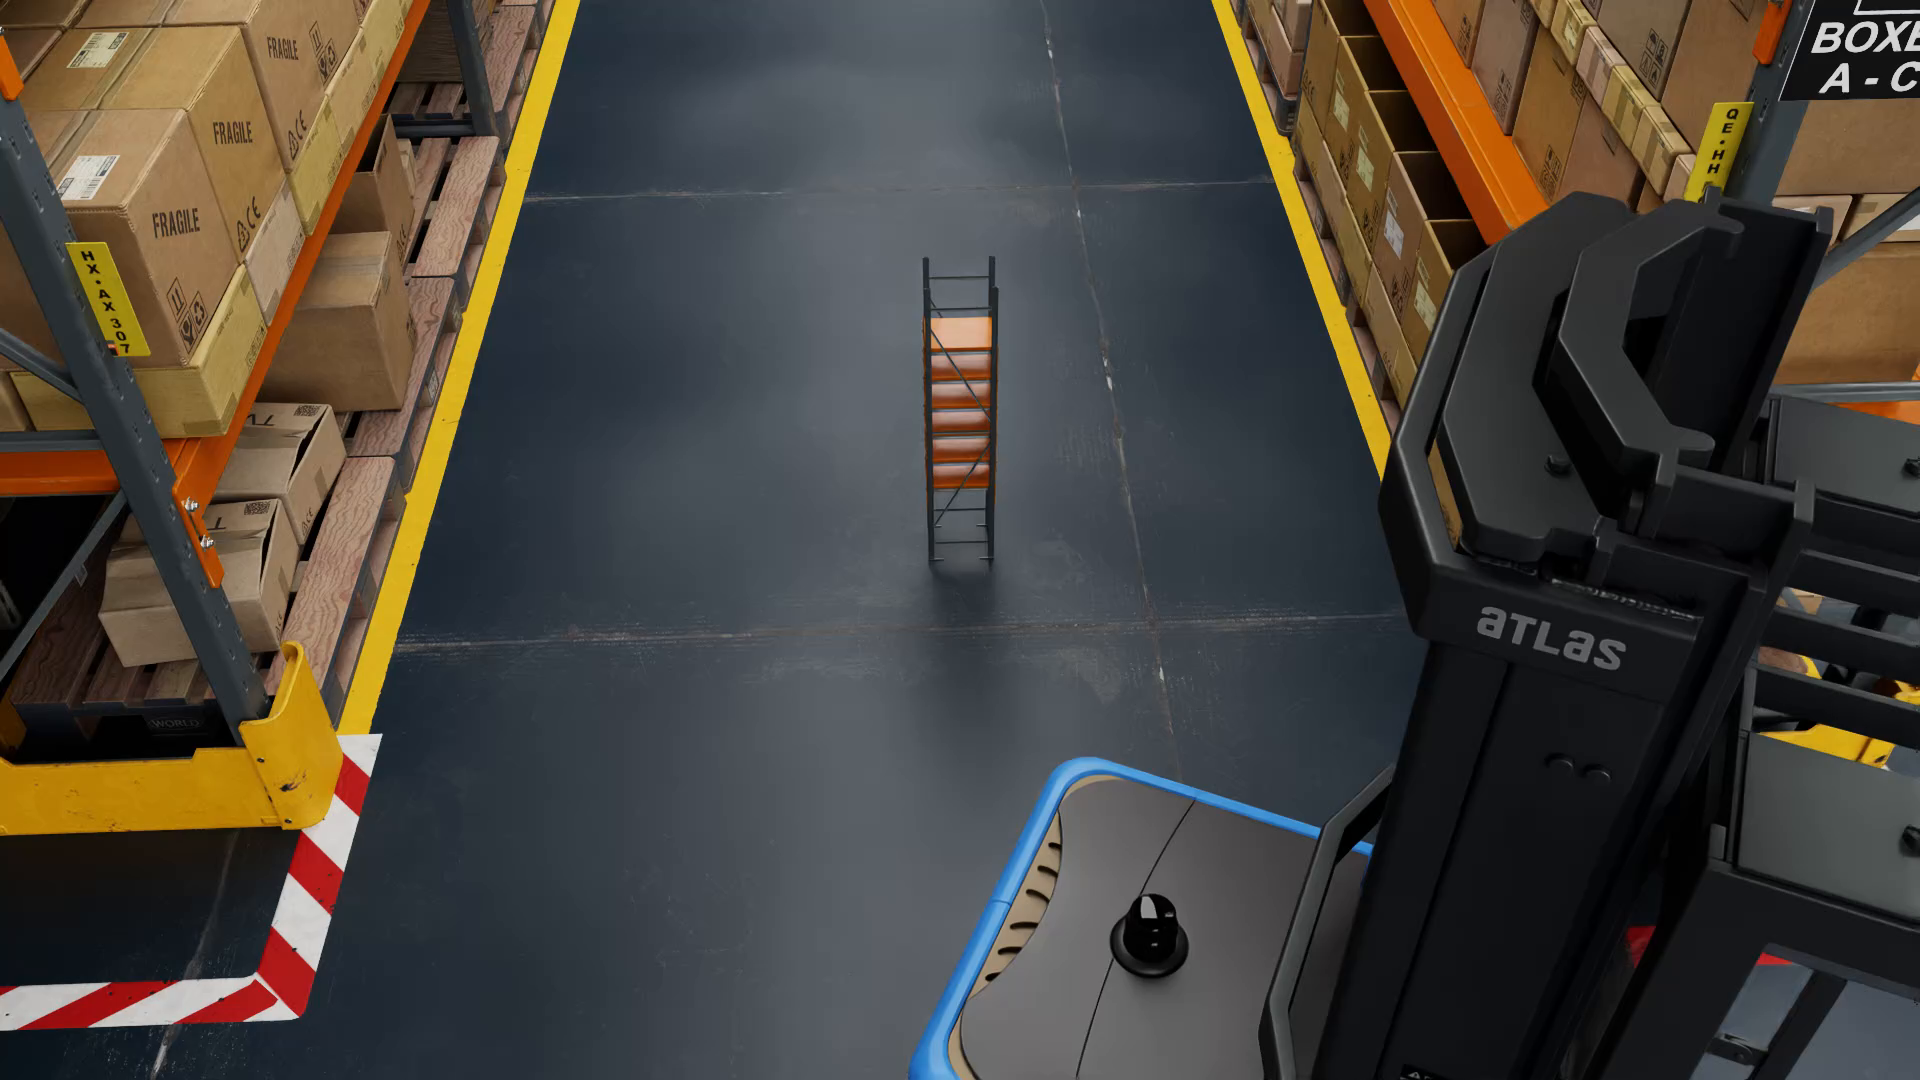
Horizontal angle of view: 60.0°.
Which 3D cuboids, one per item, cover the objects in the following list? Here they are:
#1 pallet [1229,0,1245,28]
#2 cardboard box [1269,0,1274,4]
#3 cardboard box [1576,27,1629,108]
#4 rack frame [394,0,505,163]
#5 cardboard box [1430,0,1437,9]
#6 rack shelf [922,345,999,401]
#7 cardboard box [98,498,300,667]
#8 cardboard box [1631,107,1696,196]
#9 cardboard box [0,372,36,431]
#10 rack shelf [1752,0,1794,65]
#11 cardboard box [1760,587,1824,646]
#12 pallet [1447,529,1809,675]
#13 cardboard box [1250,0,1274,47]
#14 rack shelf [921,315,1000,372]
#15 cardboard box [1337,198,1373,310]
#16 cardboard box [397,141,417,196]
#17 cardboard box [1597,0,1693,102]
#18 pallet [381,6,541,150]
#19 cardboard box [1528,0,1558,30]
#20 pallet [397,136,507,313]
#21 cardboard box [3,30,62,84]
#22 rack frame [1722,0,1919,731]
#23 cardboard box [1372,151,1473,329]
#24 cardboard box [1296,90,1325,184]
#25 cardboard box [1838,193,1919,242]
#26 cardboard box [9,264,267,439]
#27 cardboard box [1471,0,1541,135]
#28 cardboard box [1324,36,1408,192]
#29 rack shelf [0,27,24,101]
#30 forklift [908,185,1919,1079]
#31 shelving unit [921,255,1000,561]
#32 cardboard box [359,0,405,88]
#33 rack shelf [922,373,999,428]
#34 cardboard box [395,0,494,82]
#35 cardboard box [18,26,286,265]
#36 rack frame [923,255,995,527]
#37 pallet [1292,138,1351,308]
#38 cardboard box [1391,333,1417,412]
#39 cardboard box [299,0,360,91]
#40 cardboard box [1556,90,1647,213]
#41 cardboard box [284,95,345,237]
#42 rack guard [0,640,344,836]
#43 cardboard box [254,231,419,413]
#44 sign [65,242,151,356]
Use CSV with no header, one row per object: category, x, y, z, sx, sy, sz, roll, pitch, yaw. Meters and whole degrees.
pallet,2.052,-3.382,9.784,1.003,0.211,1.213,-2,43,-2
cardboard box,1.845,-3.053,8.670,0.500,0.311,0.500,-1,43,-1
cardboard box,2.108,-1.436,5.042,0.380,0.149,0.250,-1,43,-1
rack frame,-2.772,-2.944,7.242,1.000,3.000,0.127,-2,43,-2
cardboard box,2.231,-2.470,6.651,0.700,0.500,0.500,-2,43,-2
rack shelf,0.001,-0.577,5.702,0.258,0.103,0.180,-2,43,-2
cardboard box,-2.542,0.116,5.568,0.500,0.311,0.500,-6,43,-7
cardboard box,2.127,-1.093,4.669,0.380,0.149,0.250,-1,43,-1
cardboard box,-2.816,-0.505,4.678,0.500,0.250,0.500,-1,43,-1
rack shelf,2.262,-2.579,5.156,1.077,0.370,4.000,-2,43,-2
cardboard box,2.546,0.102,5.643,0.500,0.250,0.500,-2,43,-2
pallet,2.272,0.125,5.958,1.003,0.211,1.213,-2,43,-2
cardboard box,1.850,-2.843,8.856,0.500,0.250,0.500,-2,43,-2
rack shelf,0.001,-0.665,5.621,0.258,0.103,0.180,-2,43,-2
cardboard box,1.926,-1.232,7.099,0.500,0.250,0.500,-2,43,-2
cardboard box,-2.720,-1.701,7.657,0.380,0.166,0.250,-7,43,-7
cardboard box,2.310,-1.609,4.752,0.700,0.500,0.500,-3,43,-3
pallet,-2.807,-2.441,8.757,1.003,0.211,1.213,-2,43,-2
cardboard box,2.084,-1.791,5.430,0.380,0.149,0.250,-1,43,-1
pallet,-2.709,-1.463,7.690,1.003,0.211,1.213,-2,43,-2
cardboard box,-2.846,-1.124,4.798,0.500,0.500,0.500,-1,43,-1
rack frame,2.347,-0.388,4.453,1.000,3.000,0.127,-2,43,-2
cardboard box,1.949,-1.171,6.477,0.500,0.500,0.500,-2,43,-2
cardboard box,1.893,-1.908,7.836,0.500,0.250,0.500,-2,43,-2
cardboard box,2.545,-0.935,4.496,0.380,0.149,0.250,-2,43,-2
cardboard box,-2.306,-0.534,4.709,0.500,0.250,0.500,-3,43,-3
cardboard box,2.271,-1.785,5.904,0.700,0.500,0.500,0,43,-1
cardboard box,1.913,-1.847,7.214,0.500,0.500,0.500,-2,43,-2
rack shelf,-2.687,-2.434,4.998,1.077,0.370,4.000,-2,43,-2
forklift,1.443,0.915,3.083,3.031,2.935,1.130,16,45,17
shelving unit,0.001,-0.433,5.834,0.258,1.200,0.189,-2,43,-2
cardboard box,-2.400,-1.909,6.209,0.500,0.250,0.500,-2,43,-2
rack shelf,0.001,-0.488,5.783,0.258,0.103,0.180,-2,43,-2
cardboard box,-2.820,-2.681,8.479,0.700,0.500,0.500,0,43,0
cardboard box,-2.333,-1.137,4.812,0.500,0.500,0.500,-2,43,-2
rack frame,-0.003,-0.494,5.901,0.240,1.200,0.006,-2,43,-2
pallet,2.169,-1.522,7.755,1.003,0.211,1.213,-2,43,-2
cardboard box,1.972,-0.558,6.362,0.500,0.250,0.500,-2,43,-2
cardboard box,-2.383,-1.834,5.572,0.500,0.500,0.500,0,43,0
cardboard box,2.312,-1.095,5.151,0.700,0.500,0.500,-1,43,-1
cardboard box,-2.358,-1.228,5.466,0.500,0.250,0.500,-2,43,-2
rack guard,-2.606,0.627,5.196,1.175,0.500,0.348,-2,43,-2
cardboard box,-2.547,-0.835,6.466,0.700,0.500,0.500,-4,43,-4
sign,-2.060,-0.578,4.020,0.100,0.325,0.005,-2,43,-2
